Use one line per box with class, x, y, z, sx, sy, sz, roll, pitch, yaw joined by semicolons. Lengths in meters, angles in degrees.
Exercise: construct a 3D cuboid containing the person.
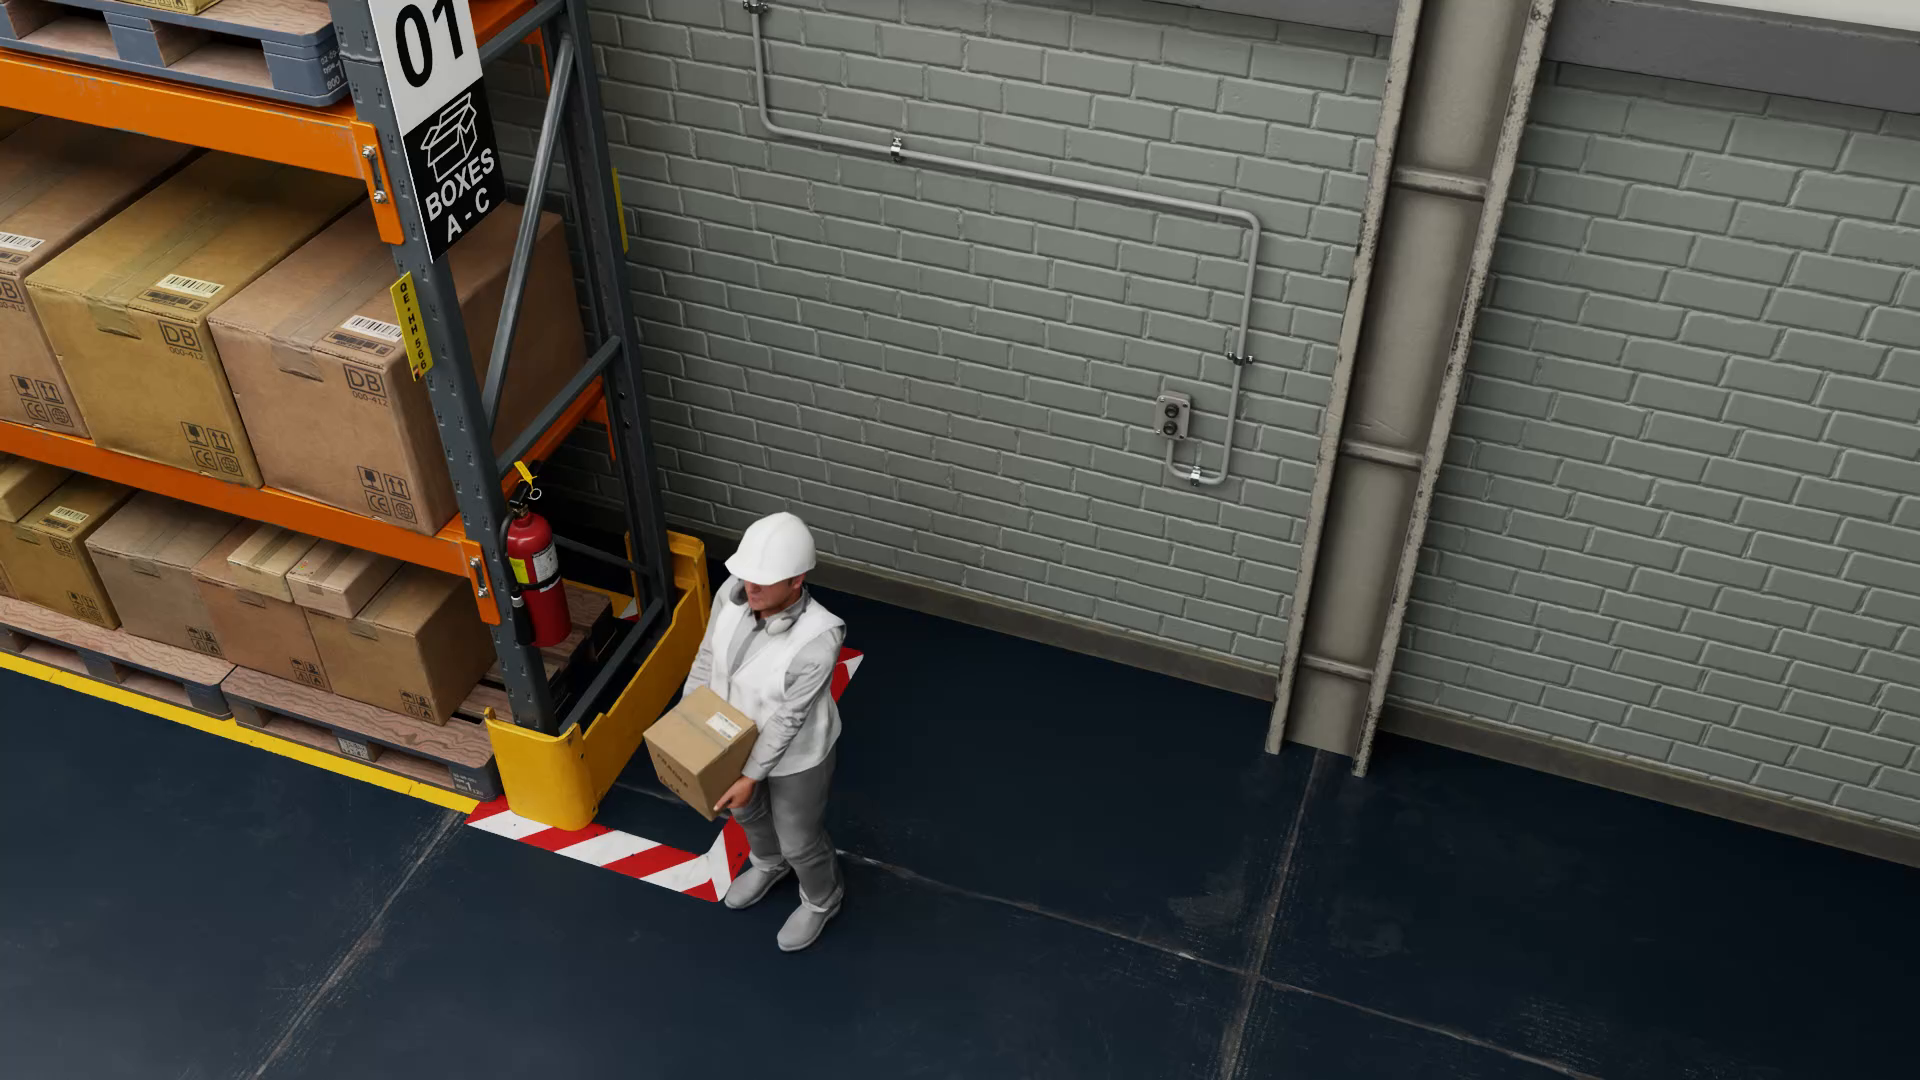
person;-0.653;0.684;5.364;0.494;1.763;0.557;31;50;30
